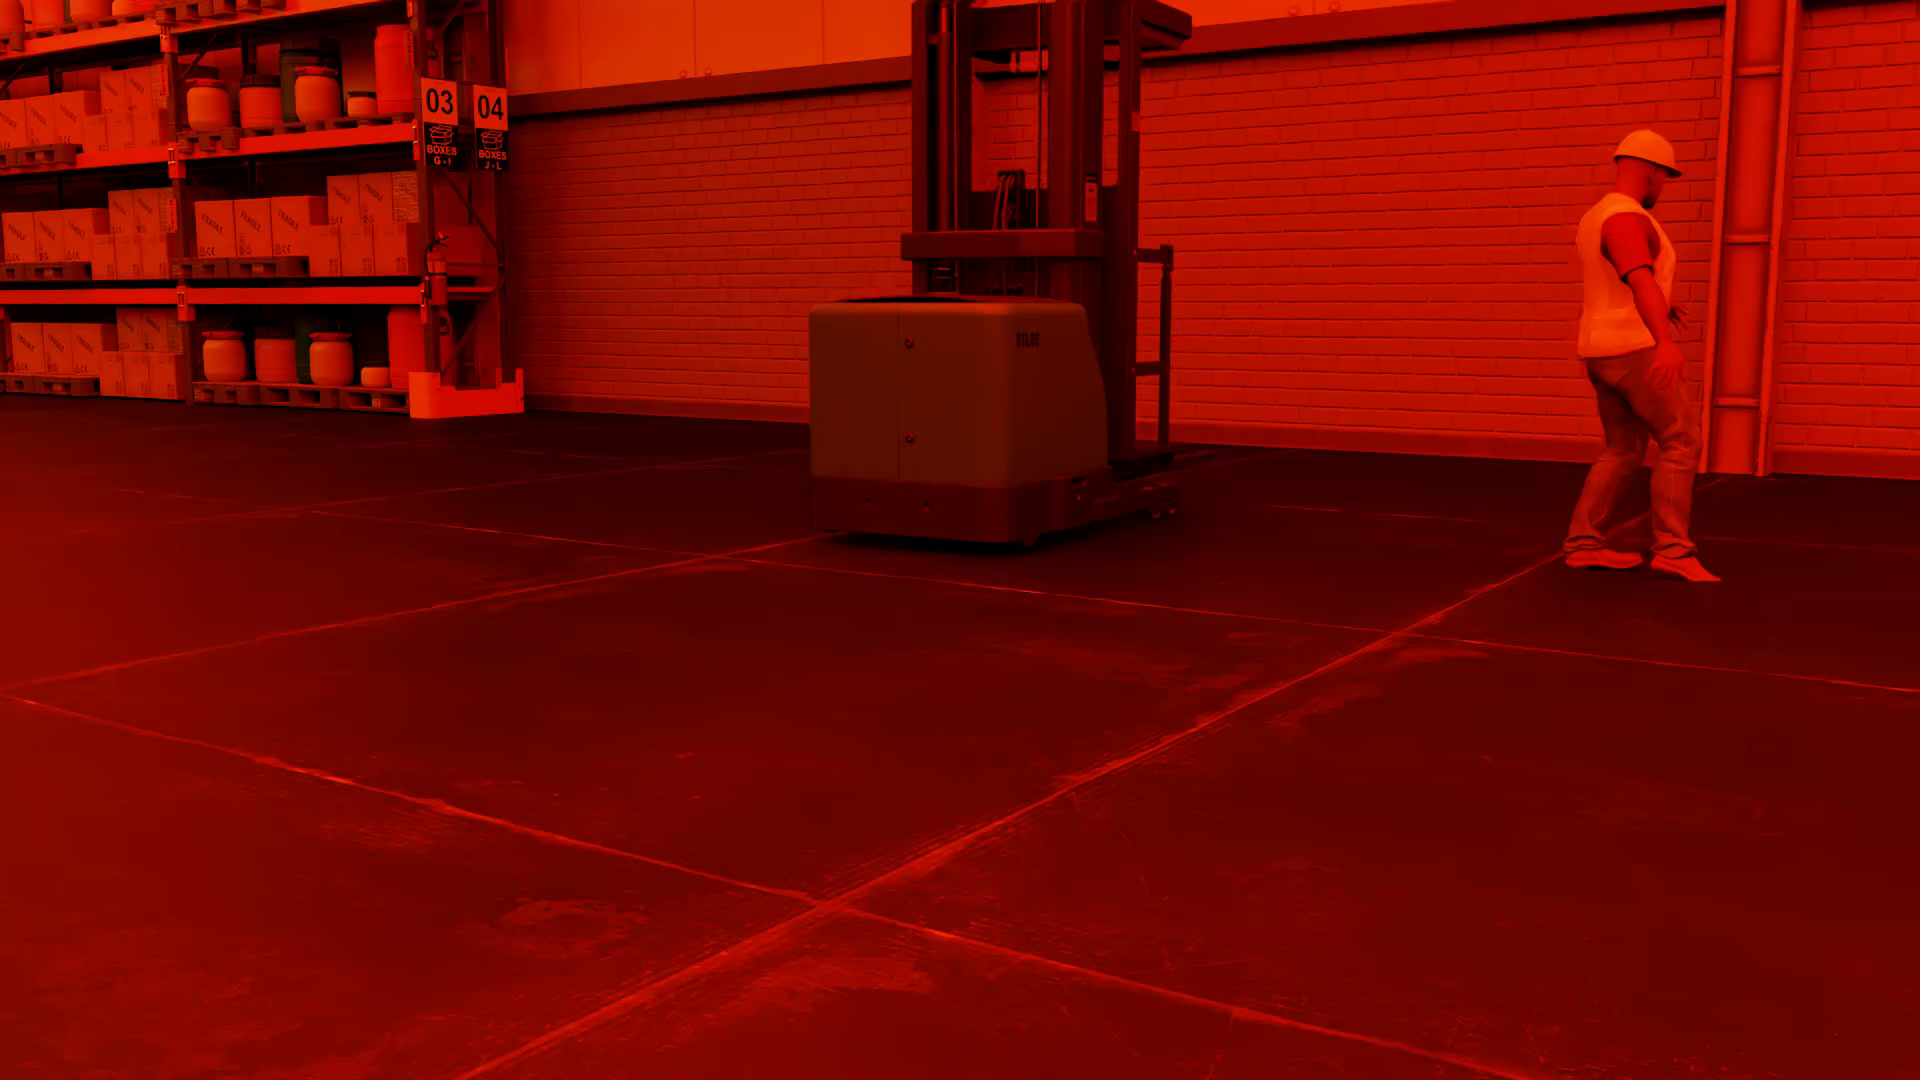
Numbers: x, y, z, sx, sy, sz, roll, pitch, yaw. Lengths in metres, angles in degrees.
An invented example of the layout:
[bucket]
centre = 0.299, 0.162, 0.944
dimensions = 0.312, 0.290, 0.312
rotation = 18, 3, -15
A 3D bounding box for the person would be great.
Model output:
[person]
centre = 2.742, -0.708, 6.577
dimensions = 0.592, 1.792, 1.032
rotation = 1, 8, 9

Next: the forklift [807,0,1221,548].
[forklift]
centre = 0.477, -1.584, 8.331
dimensions = 1.130, 2.935, 3.031
rotation = 5, 9, 29
